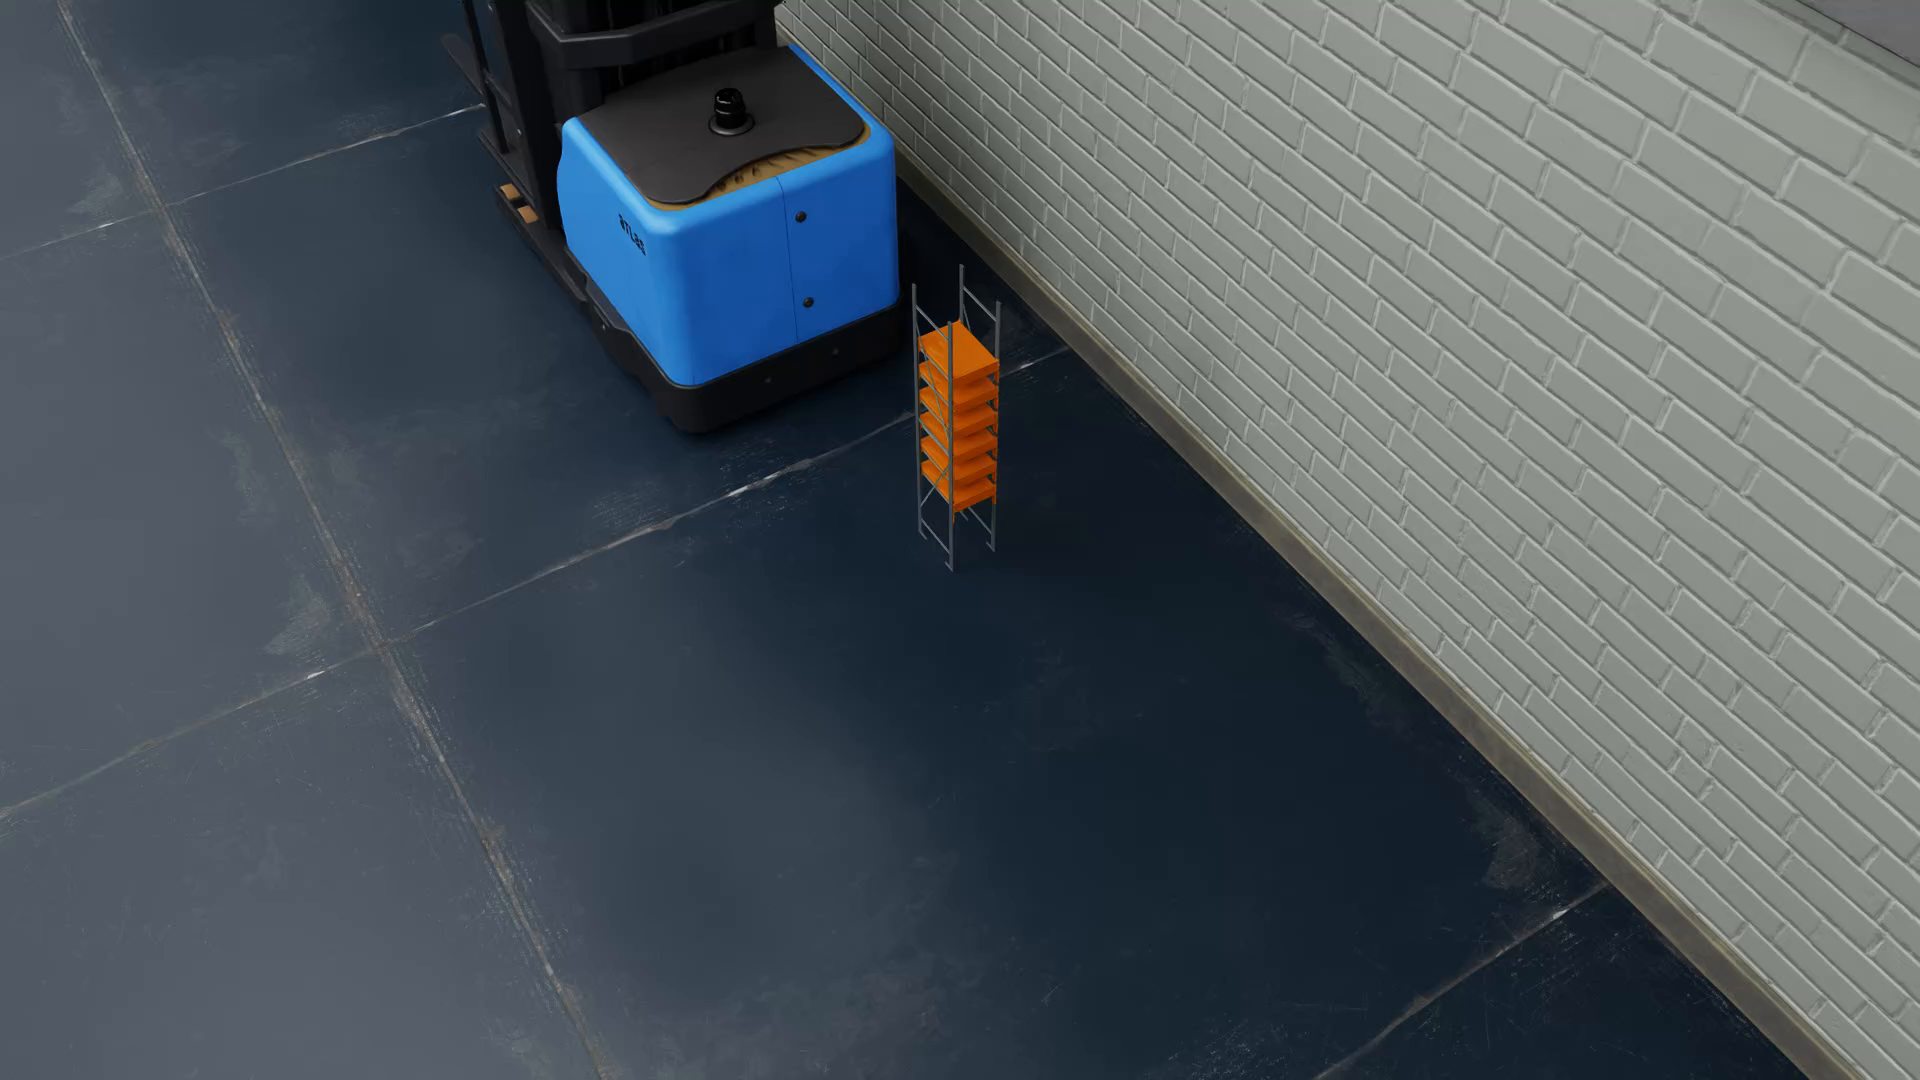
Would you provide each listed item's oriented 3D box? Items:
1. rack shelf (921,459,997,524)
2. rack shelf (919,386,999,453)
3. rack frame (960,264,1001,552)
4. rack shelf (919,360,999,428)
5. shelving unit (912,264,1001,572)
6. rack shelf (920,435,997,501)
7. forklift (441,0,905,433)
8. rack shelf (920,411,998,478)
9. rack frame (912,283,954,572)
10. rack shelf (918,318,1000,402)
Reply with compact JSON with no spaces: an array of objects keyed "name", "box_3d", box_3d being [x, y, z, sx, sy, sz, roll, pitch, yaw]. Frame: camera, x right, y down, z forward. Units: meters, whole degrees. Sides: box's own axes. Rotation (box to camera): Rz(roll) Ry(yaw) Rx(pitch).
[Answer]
[{"name":"rack shelf","box_3d":[-0.012,-0.204,6.009,0.180,0.103,0.258,-25,53,-21]},{"name":"rack shelf","box_3d":[-0.012,-0.444,5.740,0.180,0.103,0.258,-25,53,-21]},{"name":"rack frame","box_3d":[0.065,-0.430,5.829,0.006,1.200,0.240,-25,53,-21]},{"name":"rack shelf","box_3d":[-0.012,-0.523,5.651,0.180,0.103,0.258,-25,53,-21]},{"name":"shelving unit","box_3d":[-0.012,-0.393,5.797,0.189,1.200,0.258,-25,53,-21]},{"name":"rack shelf","box_3d":[-0.012,-0.284,5.920,0.180,0.103,0.258,-25,53,-21]},{"name":"forklift","box_3d":[-1.446,-2.478,6.494,1.130,2.935,3.031,-26,53,-21]},{"name":"rack shelf","box_3d":[-0.012,-0.364,5.830,0.180,0.103,0.258,-25,53,-21]},{"name":"rack frame","box_3d":[-0.090,-0.357,5.764,0.006,1.200,0.240,-25,53,-21]},{"name":"rack shelf","box_3d":[-0.012,-0.603,5.561,0.180,0.103,0.258,-25,53,-21]}]
